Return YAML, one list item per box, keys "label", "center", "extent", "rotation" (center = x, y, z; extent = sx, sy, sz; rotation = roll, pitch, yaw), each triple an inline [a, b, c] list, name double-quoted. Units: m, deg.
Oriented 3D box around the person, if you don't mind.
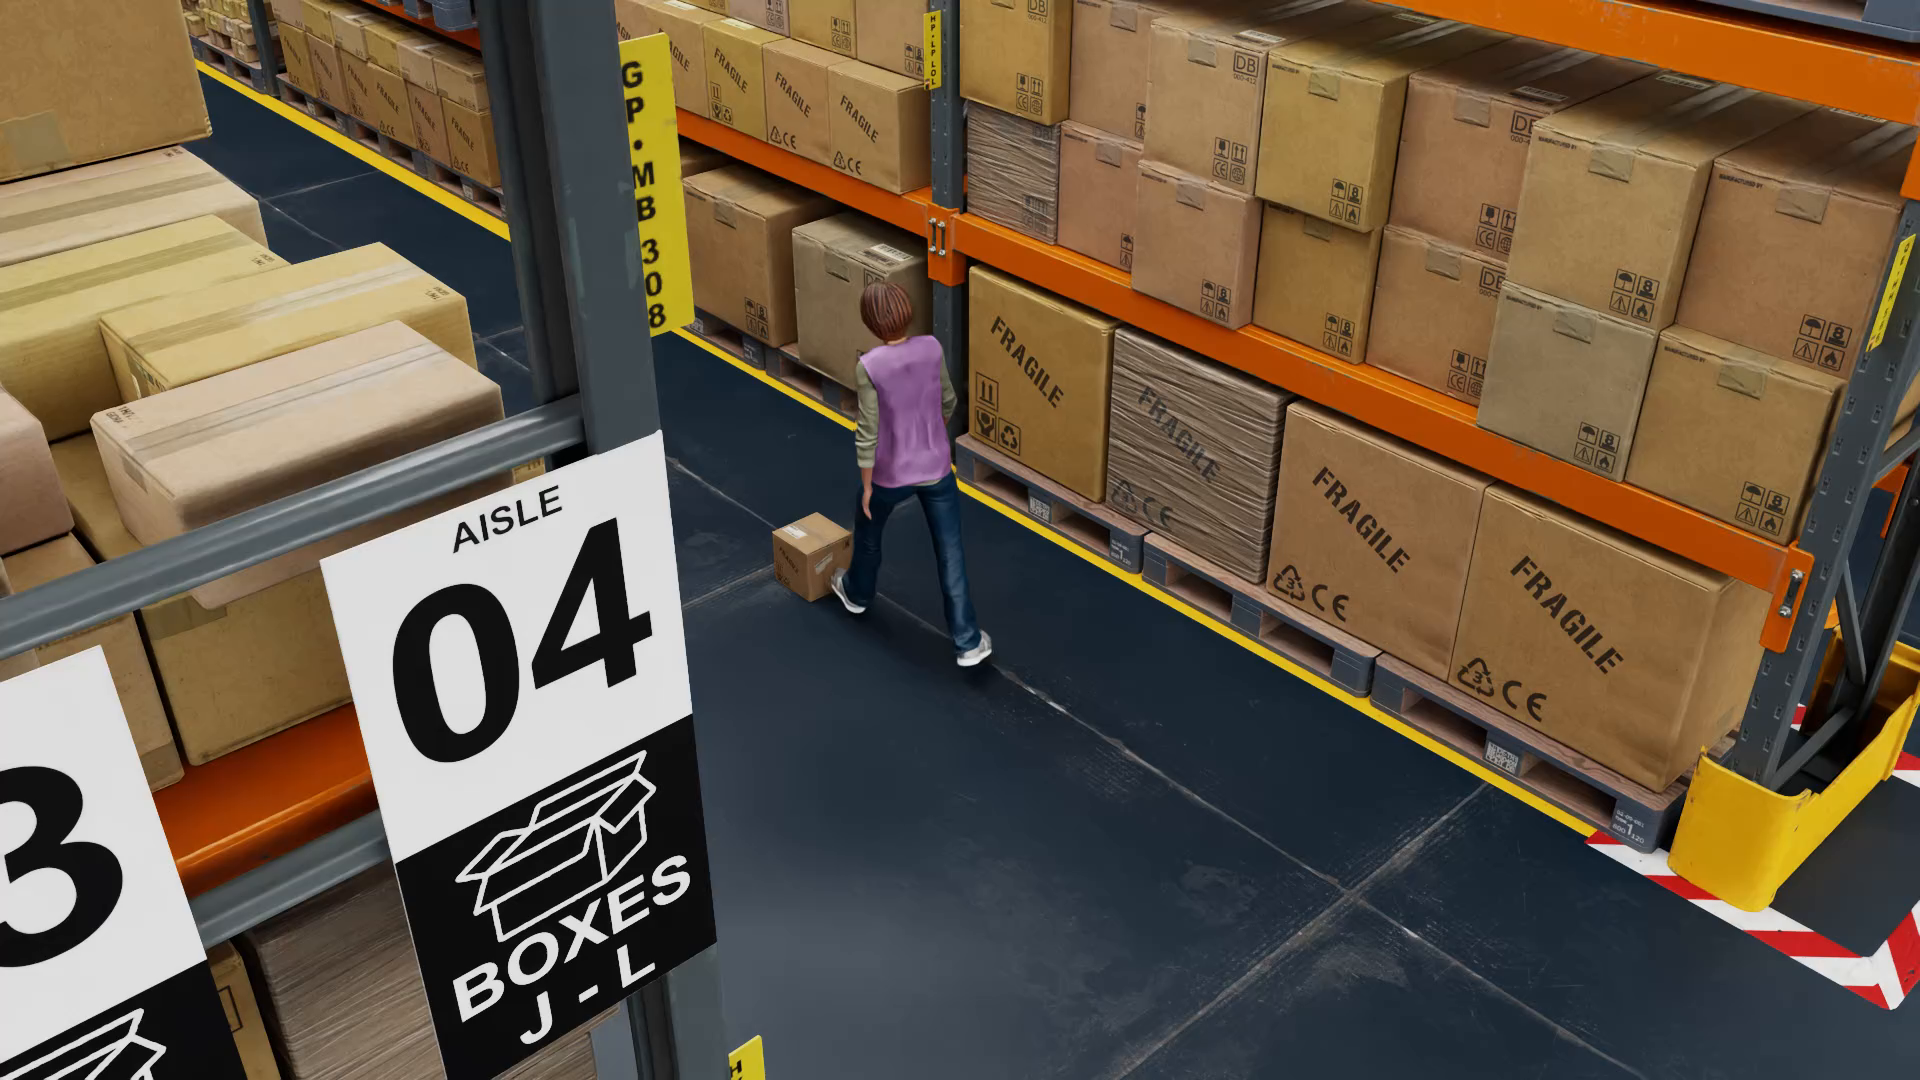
- label: "person"
  center: [-0.196, -0.286, 6.598]
  extent: [0.500, 1.543, 0.881]
  rotation: [-11, 34, -17]
